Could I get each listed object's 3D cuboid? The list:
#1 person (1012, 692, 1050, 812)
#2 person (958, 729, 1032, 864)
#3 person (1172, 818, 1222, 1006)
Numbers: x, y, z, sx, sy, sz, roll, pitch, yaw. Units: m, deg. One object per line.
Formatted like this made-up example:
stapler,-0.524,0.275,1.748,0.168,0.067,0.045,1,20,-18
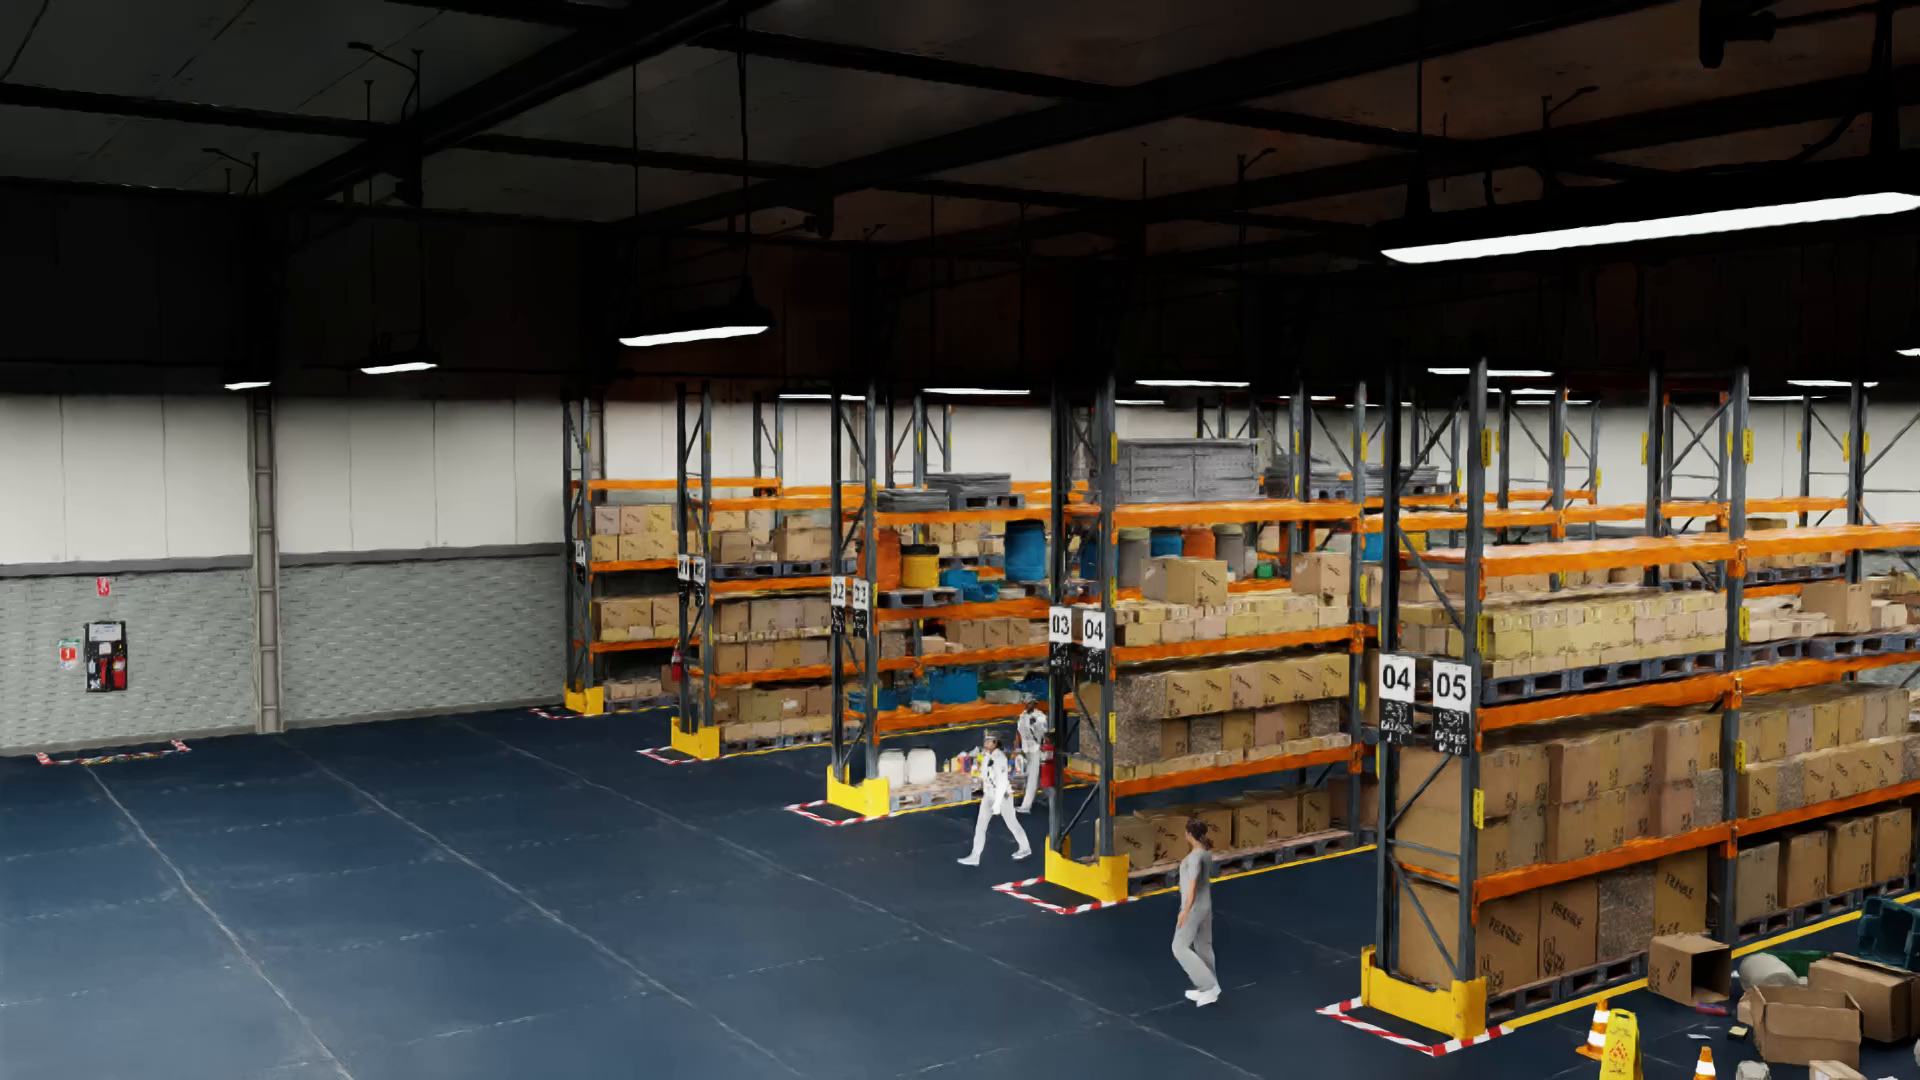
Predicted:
person,0.992,2.872,22.813,0.996,1.622,0.443,-3,5,-43
person,0.437,3.065,19.910,0.988,1.625,0.500,-3,4,-35
person,2.170,3.354,15.024,0.446,1.668,0.615,1,4,22
